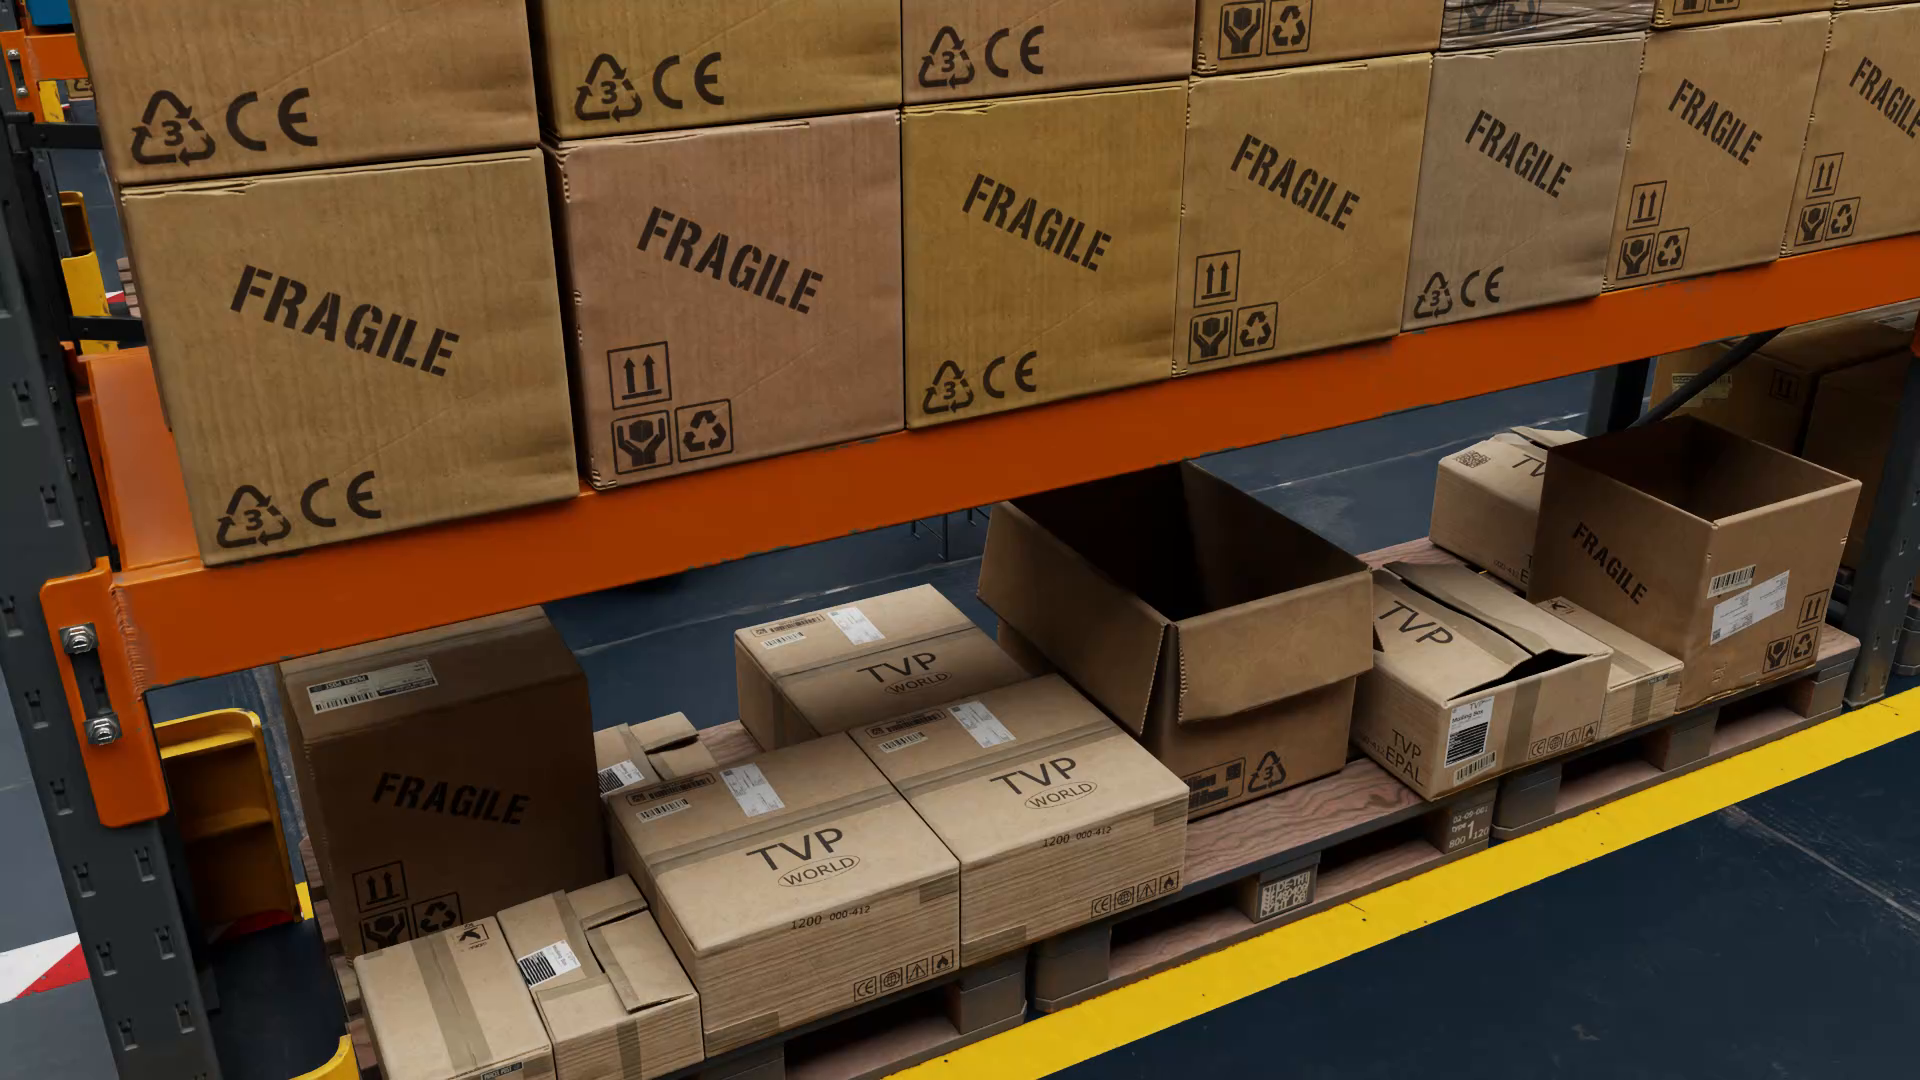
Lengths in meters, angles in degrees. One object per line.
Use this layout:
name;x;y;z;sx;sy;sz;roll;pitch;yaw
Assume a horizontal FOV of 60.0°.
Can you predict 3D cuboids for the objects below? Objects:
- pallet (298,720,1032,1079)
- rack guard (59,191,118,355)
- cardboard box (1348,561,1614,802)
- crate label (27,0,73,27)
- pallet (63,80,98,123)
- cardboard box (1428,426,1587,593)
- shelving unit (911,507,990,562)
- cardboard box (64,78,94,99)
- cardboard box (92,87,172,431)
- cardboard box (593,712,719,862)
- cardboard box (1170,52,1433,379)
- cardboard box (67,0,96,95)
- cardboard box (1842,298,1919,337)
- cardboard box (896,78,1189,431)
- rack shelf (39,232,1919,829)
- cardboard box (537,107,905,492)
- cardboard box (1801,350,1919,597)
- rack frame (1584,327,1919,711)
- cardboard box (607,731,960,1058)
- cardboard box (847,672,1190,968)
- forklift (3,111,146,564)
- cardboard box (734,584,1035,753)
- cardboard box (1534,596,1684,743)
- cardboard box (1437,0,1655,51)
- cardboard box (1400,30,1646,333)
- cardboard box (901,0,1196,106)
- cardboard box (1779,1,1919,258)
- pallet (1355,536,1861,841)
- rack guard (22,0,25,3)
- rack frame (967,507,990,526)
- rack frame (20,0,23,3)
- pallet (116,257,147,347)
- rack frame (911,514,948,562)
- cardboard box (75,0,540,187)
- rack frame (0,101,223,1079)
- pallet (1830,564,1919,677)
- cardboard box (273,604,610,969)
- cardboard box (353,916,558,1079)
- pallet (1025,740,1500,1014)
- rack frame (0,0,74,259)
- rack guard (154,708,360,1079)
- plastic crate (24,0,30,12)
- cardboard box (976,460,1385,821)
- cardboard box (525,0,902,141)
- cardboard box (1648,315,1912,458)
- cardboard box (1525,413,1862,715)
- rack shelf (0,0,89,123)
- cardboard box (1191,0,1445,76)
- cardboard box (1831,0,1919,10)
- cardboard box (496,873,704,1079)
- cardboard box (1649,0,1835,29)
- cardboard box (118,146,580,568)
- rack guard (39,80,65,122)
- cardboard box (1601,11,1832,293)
pallet;-0.620;0.783;3.375;1.213;0.211;1.003;-13;29;-25
rack guard;-3.733;-1.052;6.863;0.348;0.500;1.175;-13;29;-25
cardboard box;1.108;0.280;3.799;0.500;0.311;0.500;-13;29;-25
crate label;-3.345;-2.064;6.208;0.303;0.233;0.416;-13;29;-25
pallet;-5.379;-3.016;11.287;1.213;0.211;1.003;-13;29;-25
cardboard box;1.667;-0.094;4.578;0.500;0.311;0.500;-13;29;-25
shelving unit;-0.007;-0.404;5.052;0.210;0.900;0.258;-13;29;-25
cardboard box;-5.521;-3.472;10.986;0.875;0.875;0.875;-13;29;-25
cardboard box;-1.123;-0.536;2.785;0.500;0.500;0.500;-12;28;-24
cardboard box;-0.626;0.530;3.445;0.250;0.166;0.380;-13;29;-25
cardboard box;0.464;-0.640;3.002;0.500;0.500;0.500;-13;28;-24
cardboard box;-1.127;-0.987;2.570;0.500;0.500;0.500;-13;29;-26
cardboard box;2.880;-0.489;5.183;0.500;0.500;0.500;-13;29;-25
cardboard box;0.023;-0.539;2.791;0.500;0.500;0.500;-13;29;-25
rack shelf;0.375;-0.379;3.405;4.000;0.370;1.077;-13;29;-25
cardboard box;-0.422;-0.438;2.580;0.500;0.500;0.500;-13;29;-26
cardboard box;2.681;-0.187;4.555;0.500;0.500;0.500;-14;29;-27
rack frame;2.140;-1.111;4.097;0.127;3.000;1.000;-13;29;-25
cardboard box;-0.336;0.641;3.118;0.500;0.250;0.500;-13;29;-25
cardboard box;0.106;0.539;3.330;0.500;0.250;0.500;-13;29;-25
forklift;-2.264;-1.458;4.900;3.031;2.935;1.130;3;26;6
cardboard box;-0.174;0.359;3.706;0.500;0.250;0.500;-13;29;-25
cardboard box;1.468;0.300;3.945;0.250;0.149;0.380;-13;29;-25
cardboard box;0.920;-1.197;3.006;0.500;0.500;0.500;-13;28;-25
cardboard box;0.913;-0.745;3.220;0.500;0.500;0.500;-12;28;-24
cardboard box;0.027;-0.991;2.577;0.500;0.500;0.500;-13;28;-24
cardboard box;1.819;-0.956;3.660;0.500;0.500;0.500;-12;28;-24
pallet;1.533;0.286;4.410;1.213;0.211;1.003;-13;29;-25
rack guard;-8.226;-4.883;14.843;0.348;0.500;1.175;-13;29;-25
rack frame;0.083;-0.425;5.095;0.006;0.900;0.240;-13;29;-25
rack frame;-6.048;-4.080;10.282;0.127;3.000;1.000;-13;29;-25
pallet;-2.972;-1.084;7.265;1.213;0.211;1.003;-13;29;-25
rack frame;-0.097;-0.383;5.009;0.006;0.900;0.240;-13;29;-25
cardboard box;-0.874;-0.781;2.141;0.500;0.500;0.500;-12;28;-24
rack frame;-1.390;-0.296;2.401;0.127;3.000;1.000;-13;29;-25
pallet;2.839;-0.033;5.076;1.213;0.211;1.003;-13;29;-25
cardboard box;-1.026;0.428;3.273;0.500;0.500;0.500;-13;29;-25
cardboard box;-0.859;0.837;2.827;0.250;0.149;0.380;-13;29;-25
pallet;0.455;0.536;3.889;1.213;0.211;1.003;-13;29;-25
rack frame;-3.718;-2.188;6.342;0.127;3.000;1.000;-13;29;-25
rack guard;-1.323;0.816;2.974;0.348;0.500;1.175;-13;29;-25
plastic crate;-3.510;-2.371;6.612;0.499;0.435;0.616;-13;29;-25
cardboard box;0.484;0.201;3.741;0.637;0.503;0.797;-13;29;-25
cardboard box;-0.417;-0.891;2.369;0.500;0.500;0.500;-13;28;-25
cardboard box;2.440;-0.392;4.980;0.500;0.500;0.500;-13;29;-25
cardboard box;1.770;0.042;4.076;0.500;0.500;0.500;-13;29;-25
rack shelf;-1.953;-2.271;7.346;4.000;0.370;1.077;-13;29;-25
cardboard box;0.475;-1.095;2.793;0.500;0.500;0.500;-13;29;-26
cardboard box;1.815;-1.404;3.439;0.500;0.500;0.500;-13;28;-25
cardboard box;-0.638;0.778;2.929;0.250;0.166;0.380;-13;29;-25
cardboard box;1.364;-1.299;3.219;0.500;0.500;0.500;-14;29;-26
cardboard box;-0.874;-0.331;2.357;0.500;0.500;0.500;-12;28;-24
rack guard;-6.069;-2.948;10.813;0.348;0.500;1.175;-13;29;-25
cardboard box;1.365;-0.850;3.440;0.500;0.500;0.500;-12;28;-24
